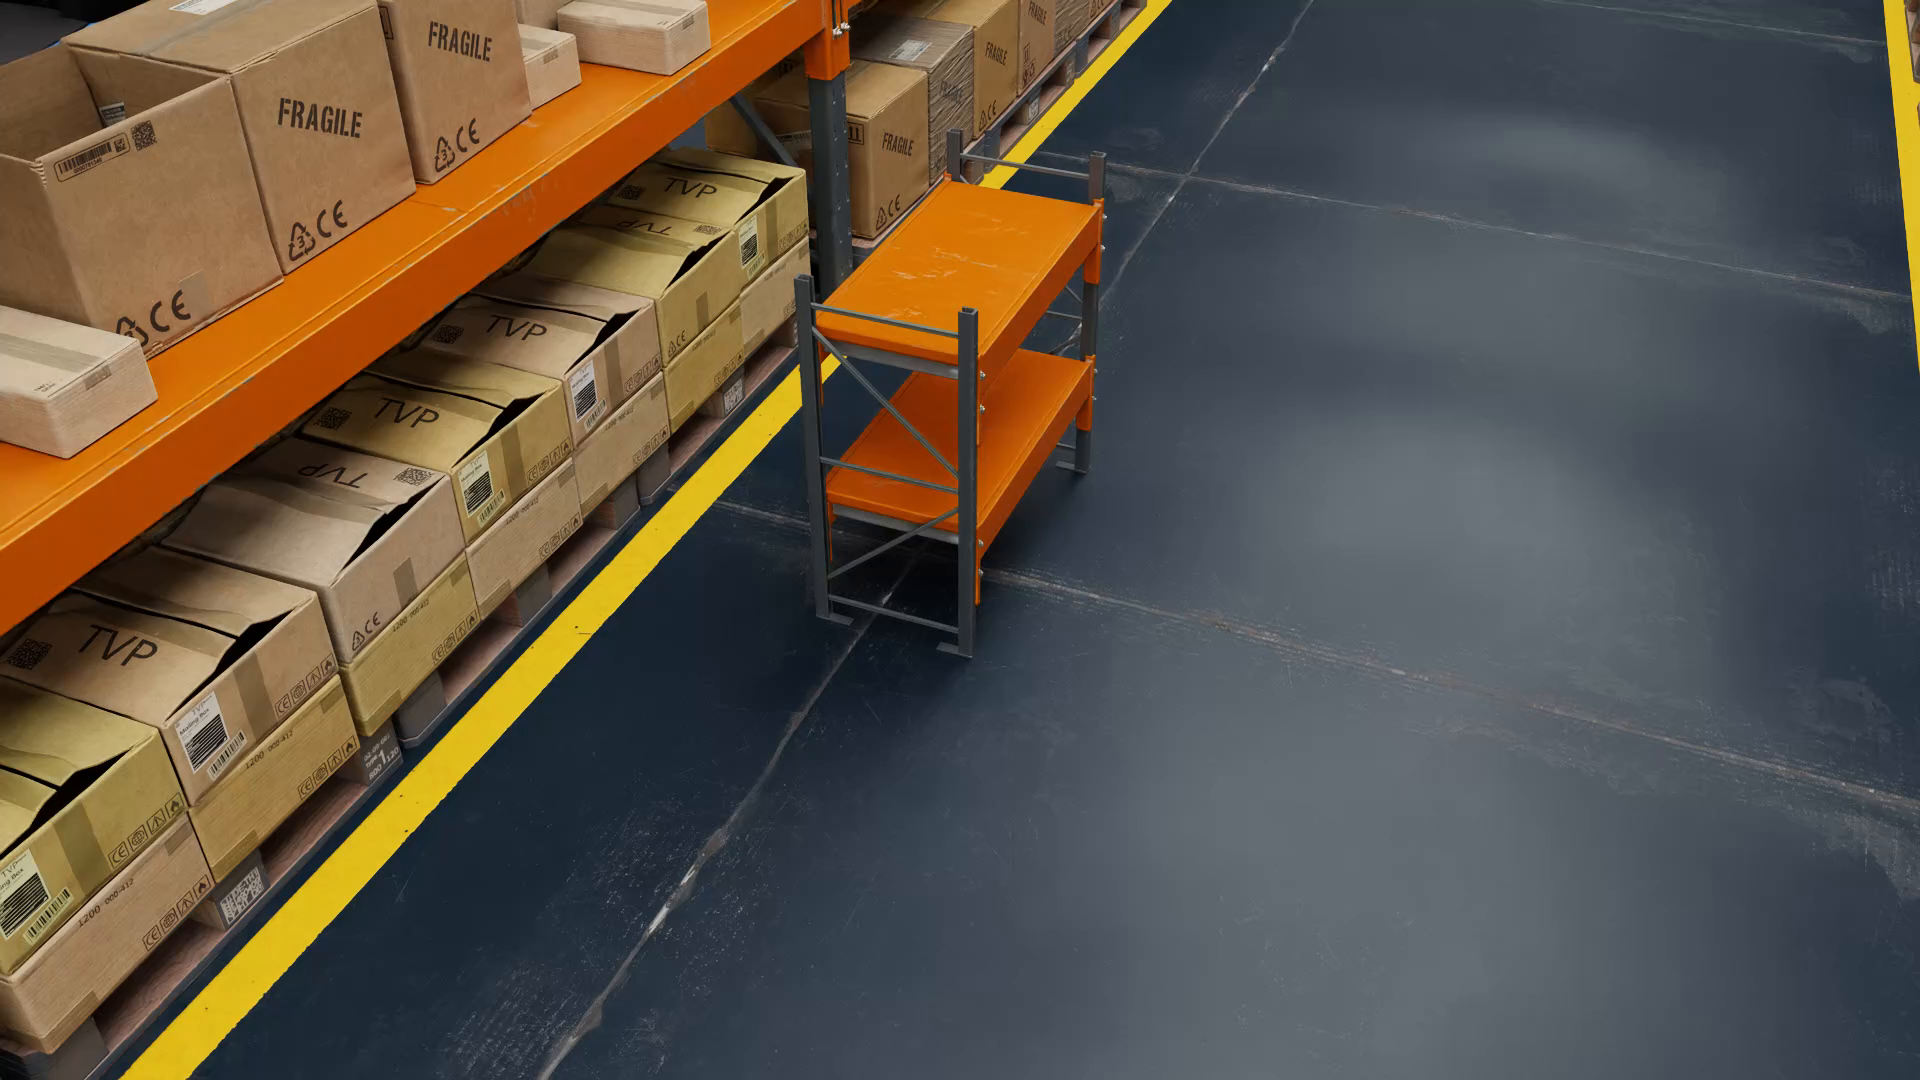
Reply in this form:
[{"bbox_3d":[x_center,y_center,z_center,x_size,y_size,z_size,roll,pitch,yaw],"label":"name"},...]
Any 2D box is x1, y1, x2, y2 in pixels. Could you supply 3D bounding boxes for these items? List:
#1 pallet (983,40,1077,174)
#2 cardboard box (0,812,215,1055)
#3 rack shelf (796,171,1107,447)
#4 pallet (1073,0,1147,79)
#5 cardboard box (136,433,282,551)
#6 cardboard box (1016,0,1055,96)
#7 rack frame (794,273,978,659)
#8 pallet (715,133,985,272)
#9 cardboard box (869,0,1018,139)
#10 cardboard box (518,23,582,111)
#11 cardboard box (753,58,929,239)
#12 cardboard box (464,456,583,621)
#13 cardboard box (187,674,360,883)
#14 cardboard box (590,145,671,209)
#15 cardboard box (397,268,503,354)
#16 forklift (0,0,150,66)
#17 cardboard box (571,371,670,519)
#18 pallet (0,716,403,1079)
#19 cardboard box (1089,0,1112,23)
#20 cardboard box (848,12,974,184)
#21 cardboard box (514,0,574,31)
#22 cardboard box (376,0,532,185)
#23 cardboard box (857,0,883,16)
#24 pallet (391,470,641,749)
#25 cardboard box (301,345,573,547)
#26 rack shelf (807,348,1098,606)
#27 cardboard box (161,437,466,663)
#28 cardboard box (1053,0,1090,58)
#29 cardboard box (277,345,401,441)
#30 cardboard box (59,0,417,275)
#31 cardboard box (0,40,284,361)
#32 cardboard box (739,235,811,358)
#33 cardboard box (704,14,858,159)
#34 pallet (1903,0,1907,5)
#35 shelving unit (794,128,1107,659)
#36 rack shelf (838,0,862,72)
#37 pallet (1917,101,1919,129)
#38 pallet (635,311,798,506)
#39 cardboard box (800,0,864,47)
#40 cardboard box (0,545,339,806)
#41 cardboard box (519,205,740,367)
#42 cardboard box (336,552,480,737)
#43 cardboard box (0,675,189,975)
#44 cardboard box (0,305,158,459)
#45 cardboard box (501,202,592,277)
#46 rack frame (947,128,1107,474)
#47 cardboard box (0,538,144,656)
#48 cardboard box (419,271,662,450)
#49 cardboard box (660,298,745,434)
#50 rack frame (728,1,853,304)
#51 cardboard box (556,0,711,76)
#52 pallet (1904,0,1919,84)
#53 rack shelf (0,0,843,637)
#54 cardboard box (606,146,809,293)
[{"bbox_3d":[-0.109,-2.158,7.962,1.003,0.211,1.213,14,39,18],"label":"pallet"},{"bbox_3d":[-2.033,0.783,3.642,0.500,0.250,0.500,13,39,17],"label":"cardboard box"},{"bbox_3d":[0.003,-0.689,4.743,0.538,0.278,1.000,14,39,18],"label":"rack shelf"},{"bbox_3d":[0.354,-2.836,8.868,1.003,0.211,1.213,14,39,18],"label":"pallet"},{"bbox_3d":[-2.142,-0.129,4.395,0.500,0.311,0.500,14,39,18],"label":"cardboard box"},{"bbox_3d":[0.127,-2.417,7.699,0.500,0.500,0.500,13,39,16],"label":"cardboard box"},{"bbox_3d":[-0.191,-0.173,4.542,0.500,1.125,0.032,14,39,18],"label":"rack frame"},{"bbox_3d":[-0.575,-1.485,7.061,1.003,0.211,1.213,14,39,18],"label":"pallet"},{"bbox_3d":[-0.067,-2.127,7.311,0.500,0.500,0.500,13,39,17],"label":"cardboard box"},{"bbox_3d":[-1.327,-1.378,4.798,0.380,0.149,0.250,17,40,21],"label":"cardboard box"},{"bbox_3d":[-0.456,-1.559,6.551,0.500,0.500,0.500,15,39,20],"label":"cardboard box"},{"bbox_3d":[-1.448,-0.068,4.782,0.500,0.250,0.500,15,39,19],"label":"cardboard box"},{"bbox_3d":[-1.837,0.501,4.021,0.500,0.250,0.500,15,39,19],"label":"cardboard box"},{"bbox_3d":[-1.365,-1.266,5.916,0.500,0.311,0.500,15,39,19],"label":"cardboard box"},{"bbox_3d":[-1.753,-0.691,5.147,0.500,0.311,0.500,13,39,17],"label":"cardboard box"},{"bbox_3d":[-3.388,-2.632,6.323,1.130,2.935,3.031,7,37,9],"label":"forklift"},{"bbox_3d":[-1.255,-0.354,5.164,0.500,0.250,0.500,15,39,19],"label":"cardboard box"},{"bbox_3d":[-2.171,0.717,4.114,1.003,0.211,1.213,14,39,18],"label":"pallet"},{"bbox_3d":[0.510,-2.977,8.448,0.500,0.500,0.500,14,39,18],"label":"cardboard box"},{"bbox_3d":[-0.262,-1.851,6.941,0.500,0.500,0.500,12,39,16],"label":"cardboard box"},{"bbox_3d":[-1.413,-1.711,5.108,0.500,0.311,0.500,13,39,17],"label":"cardboard box"},{"bbox_3d":[-1.517,-1.305,4.407,0.500,0.500,0.500,12,38,15],"label":"cardboard box"},{"bbox_3d":[-0.558,-2.230,7.449,0.500,0.500,0.500,12,39,16],"label":"cardboard box"},{"bbox_3d":[-1.709,0.039,5.021,1.003,0.211,1.213,14,39,18],"label":"pallet"},{"bbox_3d":[-1.444,-0.298,4.621,0.500,0.311,0.500,15,39,19],"label":"cardboard box"},{"bbox_3d":[0.003,-0.258,5.065,0.538,0.278,1.000,14,39,18],"label":"rack shelf"},{"bbox_3d":[-1.637,-0.009,4.234,0.500,0.311,0.500,13,39,16],"label":"cardboard box"},{"bbox_3d":[0.318,-2.699,8.076,0.500,0.500,0.500,14,39,18],"label":"cardboard box"},{"bbox_3d":[-1.948,-0.407,4.766,0.500,0.311,0.500,13,39,17],"label":"cardboard box"},{"bbox_3d":[-1.717,-1.013,4.017,0.500,0.500,0.500,14,39,18],"label":"cardboard box"},{"bbox_3d":[-1.908,-0.736,3.646,0.500,0.500,0.500,17,40,21],"label":"cardboard box"},{"bbox_3d":[-0.868,-0.918,5.918,0.500,0.250,0.500,15,39,19],"label":"cardboard box"},{"bbox_3d":[-0.755,-1.944,7.066,0.500,0.500,0.500,15,39,20],"label":"cardboard box"},{"bbox_3d":[5.914,-3.259,9.433,1.003,0.211,1.213,14,39,18],"label":"pallet"},{"bbox_3d":[0.003,-0.454,4.918,0.538,1.125,1.048,14,39,18],"label":"shelving unit"},{"bbox_3d":[-0.133,-3.017,7.381,1.077,0.370,4.000,14,39,18],"label":"rack shelf"},{"bbox_3d":[4.875,-1.747,7.411,1.003,0.211,1.213,14,39,18],"label":"pallet"},{"bbox_3d":[-1.243,-0.634,5.922,1.003,0.211,1.213,14,39,18],"label":"pallet"},{"bbox_3d":[-0.737,-2.276,6.884,0.500,0.250,0.500,15,39,19],"label":"cardboard box"},{"bbox_3d":[-1.833,0.278,3.851,0.500,0.311,0.500,13,39,17],"label":"cardboard box"},{"bbox_3d":[-1.057,-0.854,5.364,0.500,0.311,0.500,13,39,17],"label":"cardboard box"},{"bbox_3d":[-1.643,0.213,4.405,0.500,0.250,0.500,13,39,16],"label":"cardboard box"},{"bbox_3d":[-2.028,0.554,3.481,0.500,0.311,0.500,14,39,18],"label":"cardboard box"},{"bbox_3d":[-1.889,-0.326,3.391,0.380,0.149,0.250,14,39,18],"label":"cardboard box"},{"bbox_3d":[-1.557,-0.973,5.524,0.500,0.311,0.500,13,39,17],"label":"cardboard box"},{"bbox_3d":[0.196,-0.736,5.295,0.500,1.125,0.032,14,39,18],"label":"rack frame"},{"bbox_3d":[-2.335,0.147,4.026,0.500,0.311,0.500,15,39,19],"label":"cardboard box"},{"bbox_3d":[-1.252,-0.575,4.991,0.500,0.311,0.500,14,39,17],"label":"cardboard box"},{"bbox_3d":[-1.061,-0.631,5.535,0.500,0.250,0.500,13,39,17],"label":"cardboard box"},{"bbox_3d":[-0.894,-2.198,5.685,1.000,3.000,0.127,14,39,18],"label":"rack frame"},{"bbox_3d":[-0.980,-1.536,5.009,0.380,0.149,0.250,14,39,18],"label":"cardboard box"},{"bbox_3d":[5.451,-2.581,8.526,1.003,0.211,1.213,14,39,18],"label":"pallet"},{"bbox_3d":[-1.655,-0.802,4.418,1.077,0.370,4.000,14,39,18],"label":"rack shelf"},{"bbox_3d":[-0.865,-1.143,5.751,0.500,0.311,0.500,15,39,19],"label":"cardboard box"}]
